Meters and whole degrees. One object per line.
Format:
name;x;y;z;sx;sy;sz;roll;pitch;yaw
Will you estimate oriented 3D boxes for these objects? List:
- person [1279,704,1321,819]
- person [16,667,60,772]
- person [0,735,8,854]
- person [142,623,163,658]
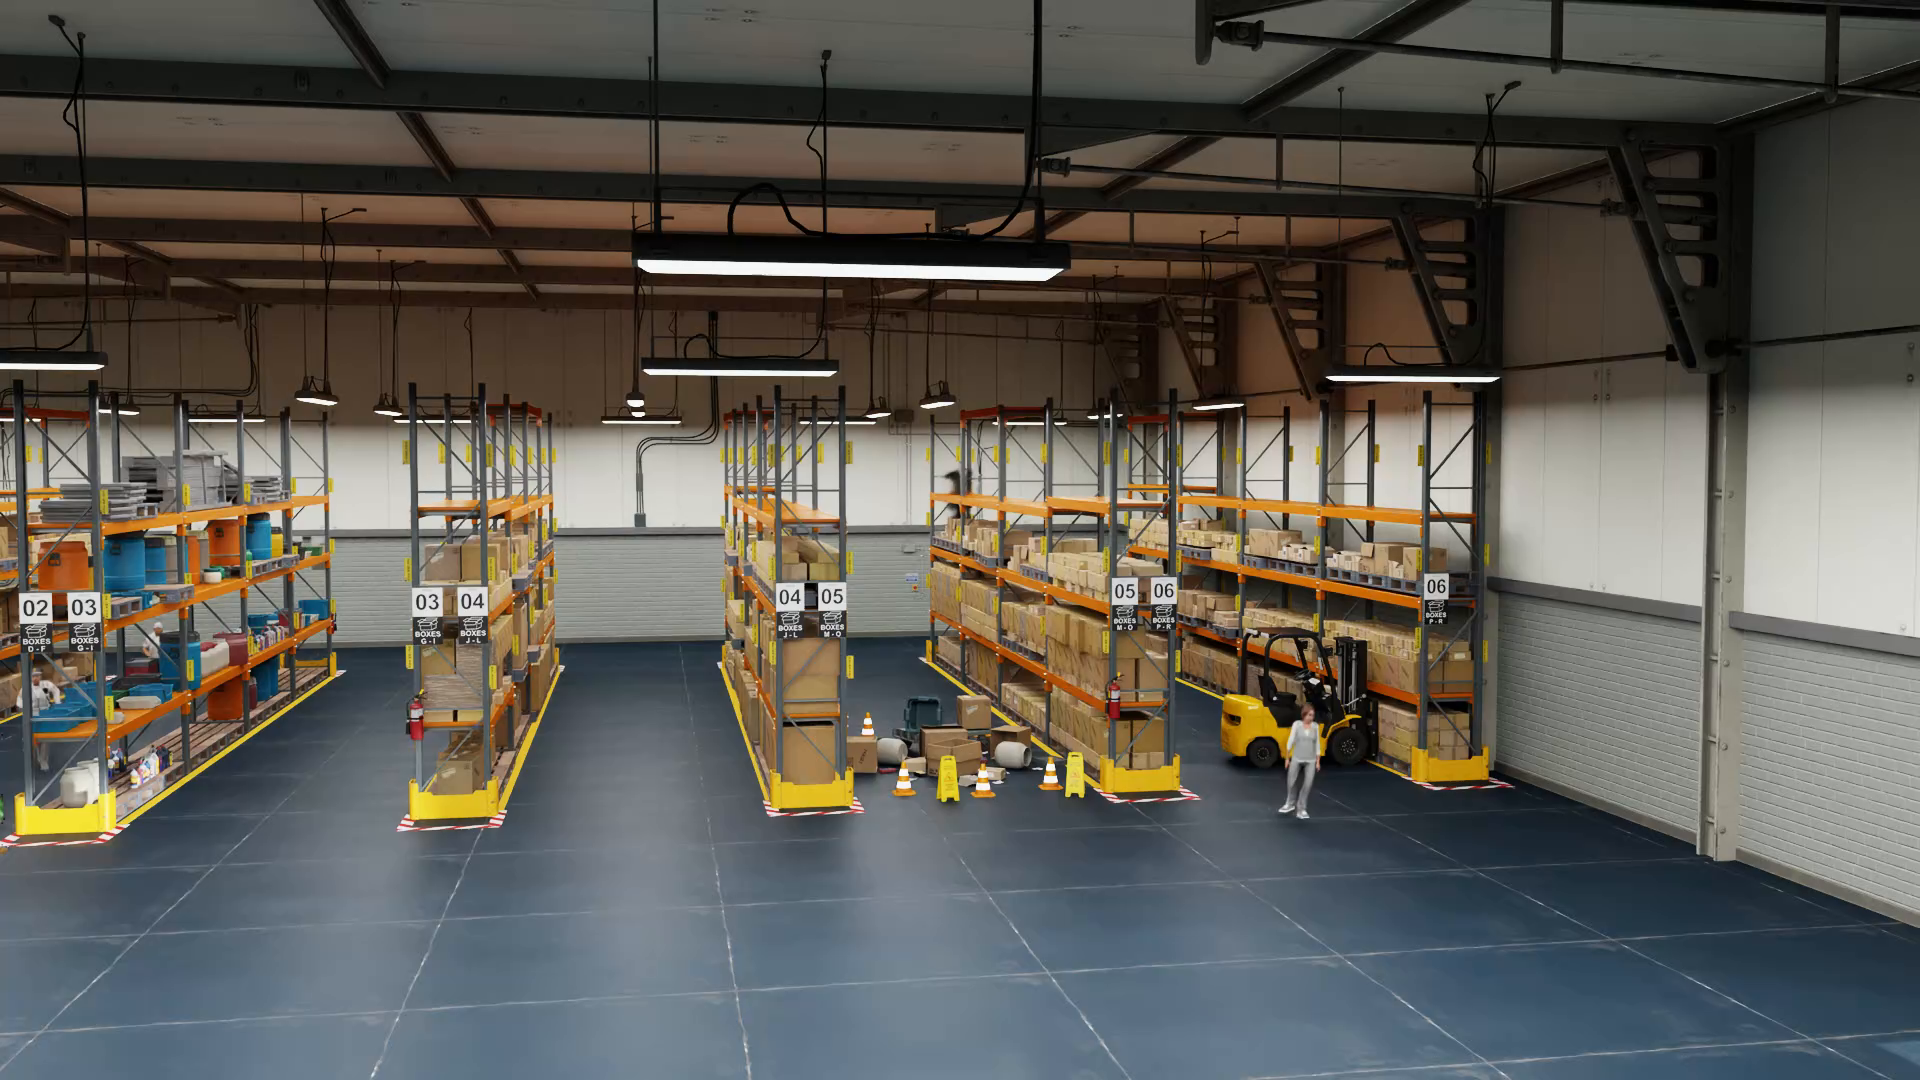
person;4.693;3.049;22.950;0.539;1.583;0.432;0;3;0
person;-14.729;2.831;26.622;0.598;1.659;0.944;-1;3;-20
person;-12.417;3.138;20.927;1.088;1.641;0.679;1;3;21
person;-16.441;2.483;34.147;0.606;1.612;0.655;-1;3;-19
